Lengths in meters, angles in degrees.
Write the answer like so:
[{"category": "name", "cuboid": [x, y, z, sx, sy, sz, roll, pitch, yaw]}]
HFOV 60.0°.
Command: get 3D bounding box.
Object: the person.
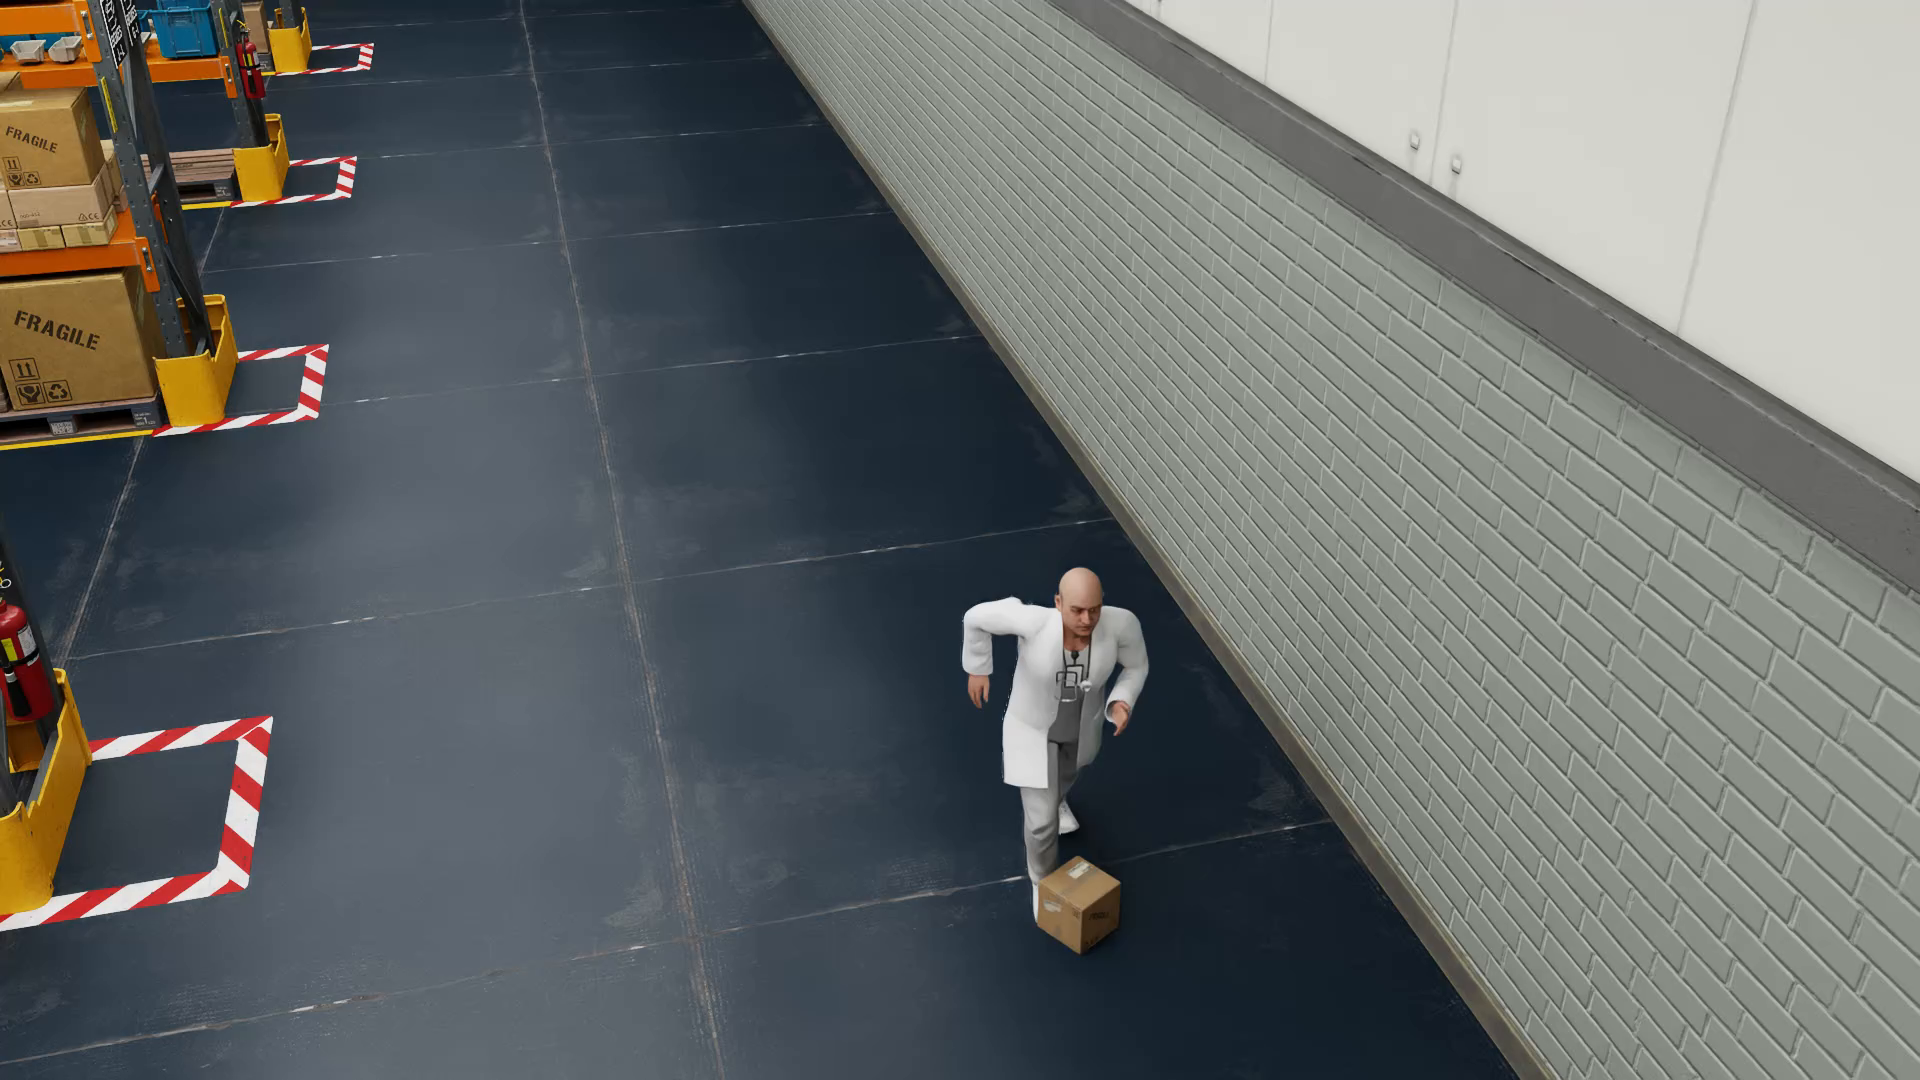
[{"category": "person", "cuboid": [0.391, 0.761, 7.003, 0.693, 1.720, 1.046, -10, 31, -17]}]
